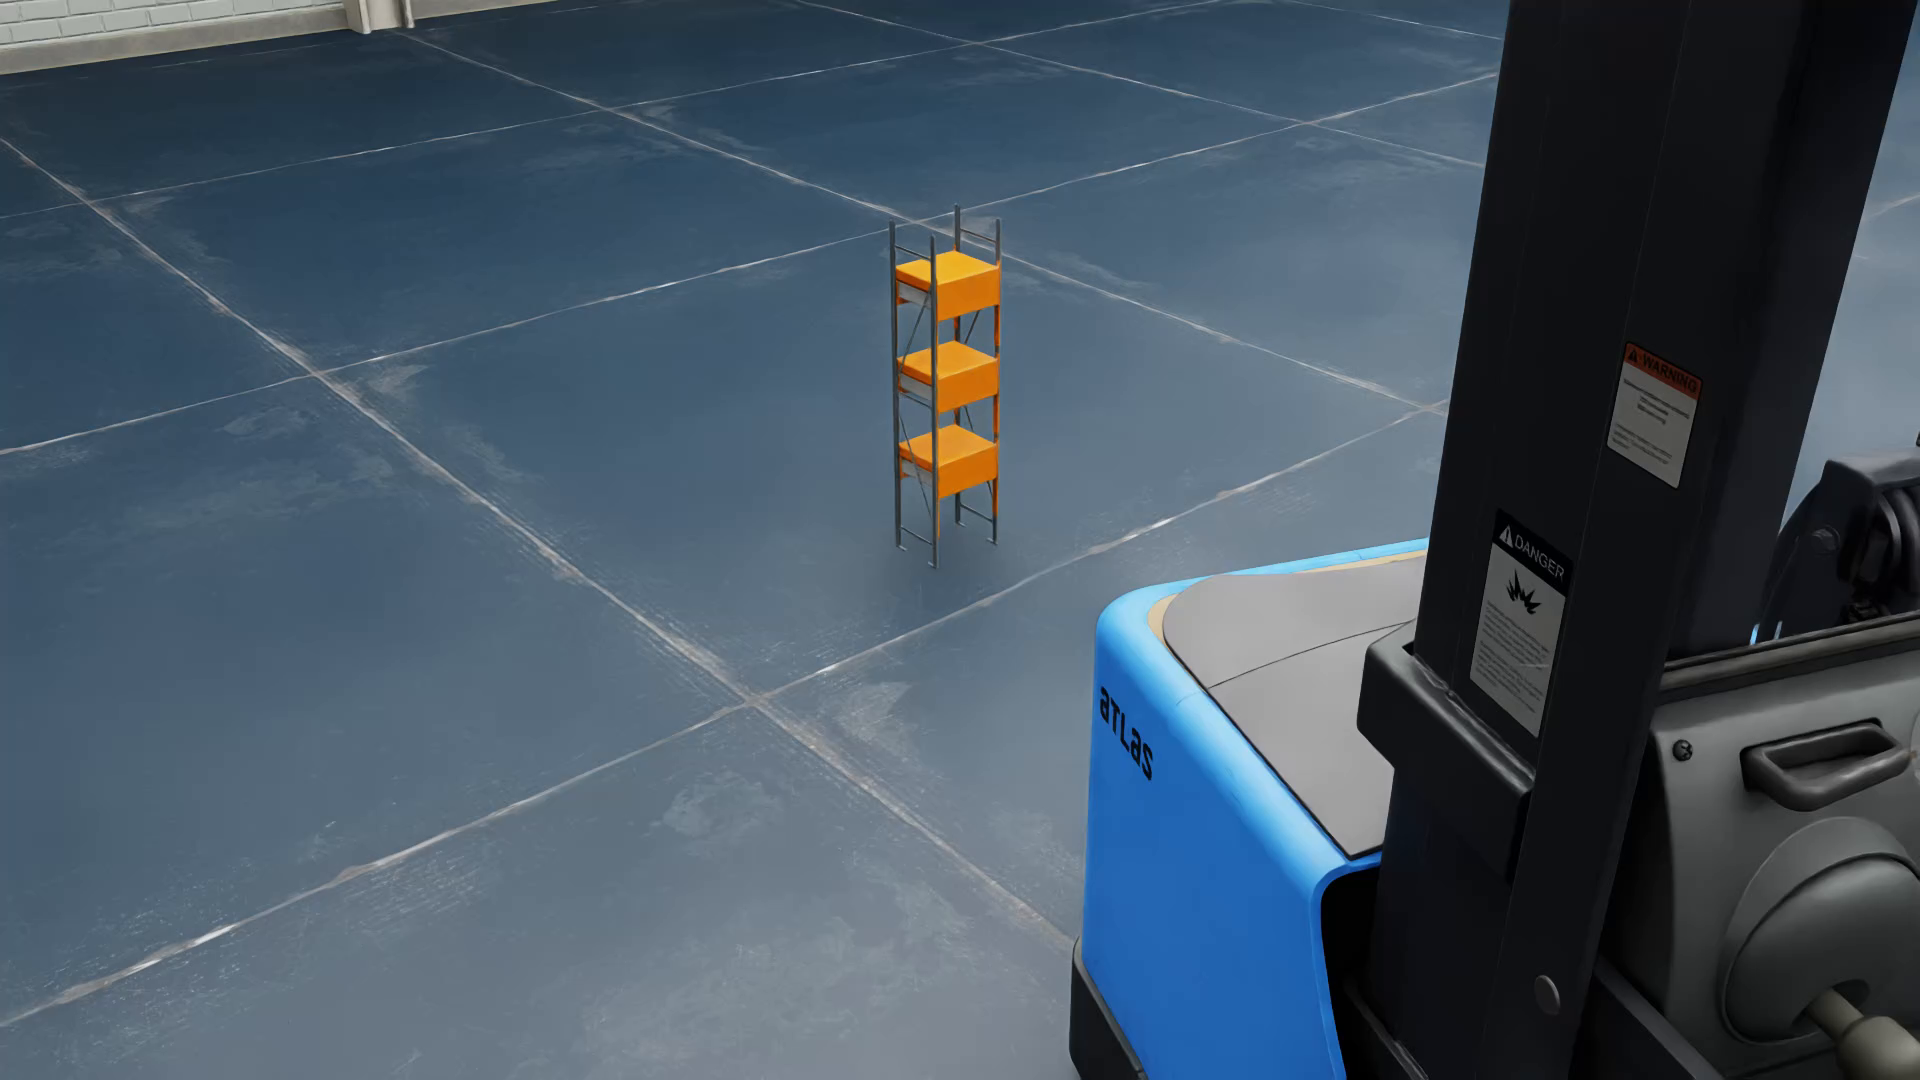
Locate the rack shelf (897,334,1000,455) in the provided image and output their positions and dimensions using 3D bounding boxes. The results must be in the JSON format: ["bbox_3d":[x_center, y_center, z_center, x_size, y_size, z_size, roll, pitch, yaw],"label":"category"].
[{"bbox_3d":[-0.041,-0.437,4.977,0.240,0.259,0.215,-22,35,-35],"label":"rack shelf"}]

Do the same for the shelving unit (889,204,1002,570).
[{"bbox_3d":[-0.041,-0.447,4.972,0.252,1.050,0.215,-22,35,-35],"label":"shelving unit"}]

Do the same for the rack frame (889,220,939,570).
[{"bbox_3d":[-0.134,-0.409,4.902,0.008,1.050,0.200,-22,35,-35],"label":"rack frame"}]

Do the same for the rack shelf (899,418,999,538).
[{"bbox_3d":[-0.041,-0.192,5.108,0.240,0.259,0.215,-22,35,-35],"label":"rack shelf"}]

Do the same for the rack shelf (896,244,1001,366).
[{"bbox_3d":[-0.041,-0.688,4.843,0.240,0.259,0.215,-22,35,-35],"label":"rack shelf"}]

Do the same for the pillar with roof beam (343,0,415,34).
[{"bbox_3d":[-1.526,-6.251,7.399,0.400,9.000,9.100,-22,35,-35],"label":"pillar with roof beam"}]

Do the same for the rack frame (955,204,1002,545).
[{"bbox_3d":[0.052,-0.484,5.042,0.008,1.050,0.200,-22,35,-35],"label":"rack frame"}]

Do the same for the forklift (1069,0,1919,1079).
[{"bbox_3d":[1.167,0.328,1.527,1.130,2.935,3.031,-9,29,-16],"label":"forklift"}]
